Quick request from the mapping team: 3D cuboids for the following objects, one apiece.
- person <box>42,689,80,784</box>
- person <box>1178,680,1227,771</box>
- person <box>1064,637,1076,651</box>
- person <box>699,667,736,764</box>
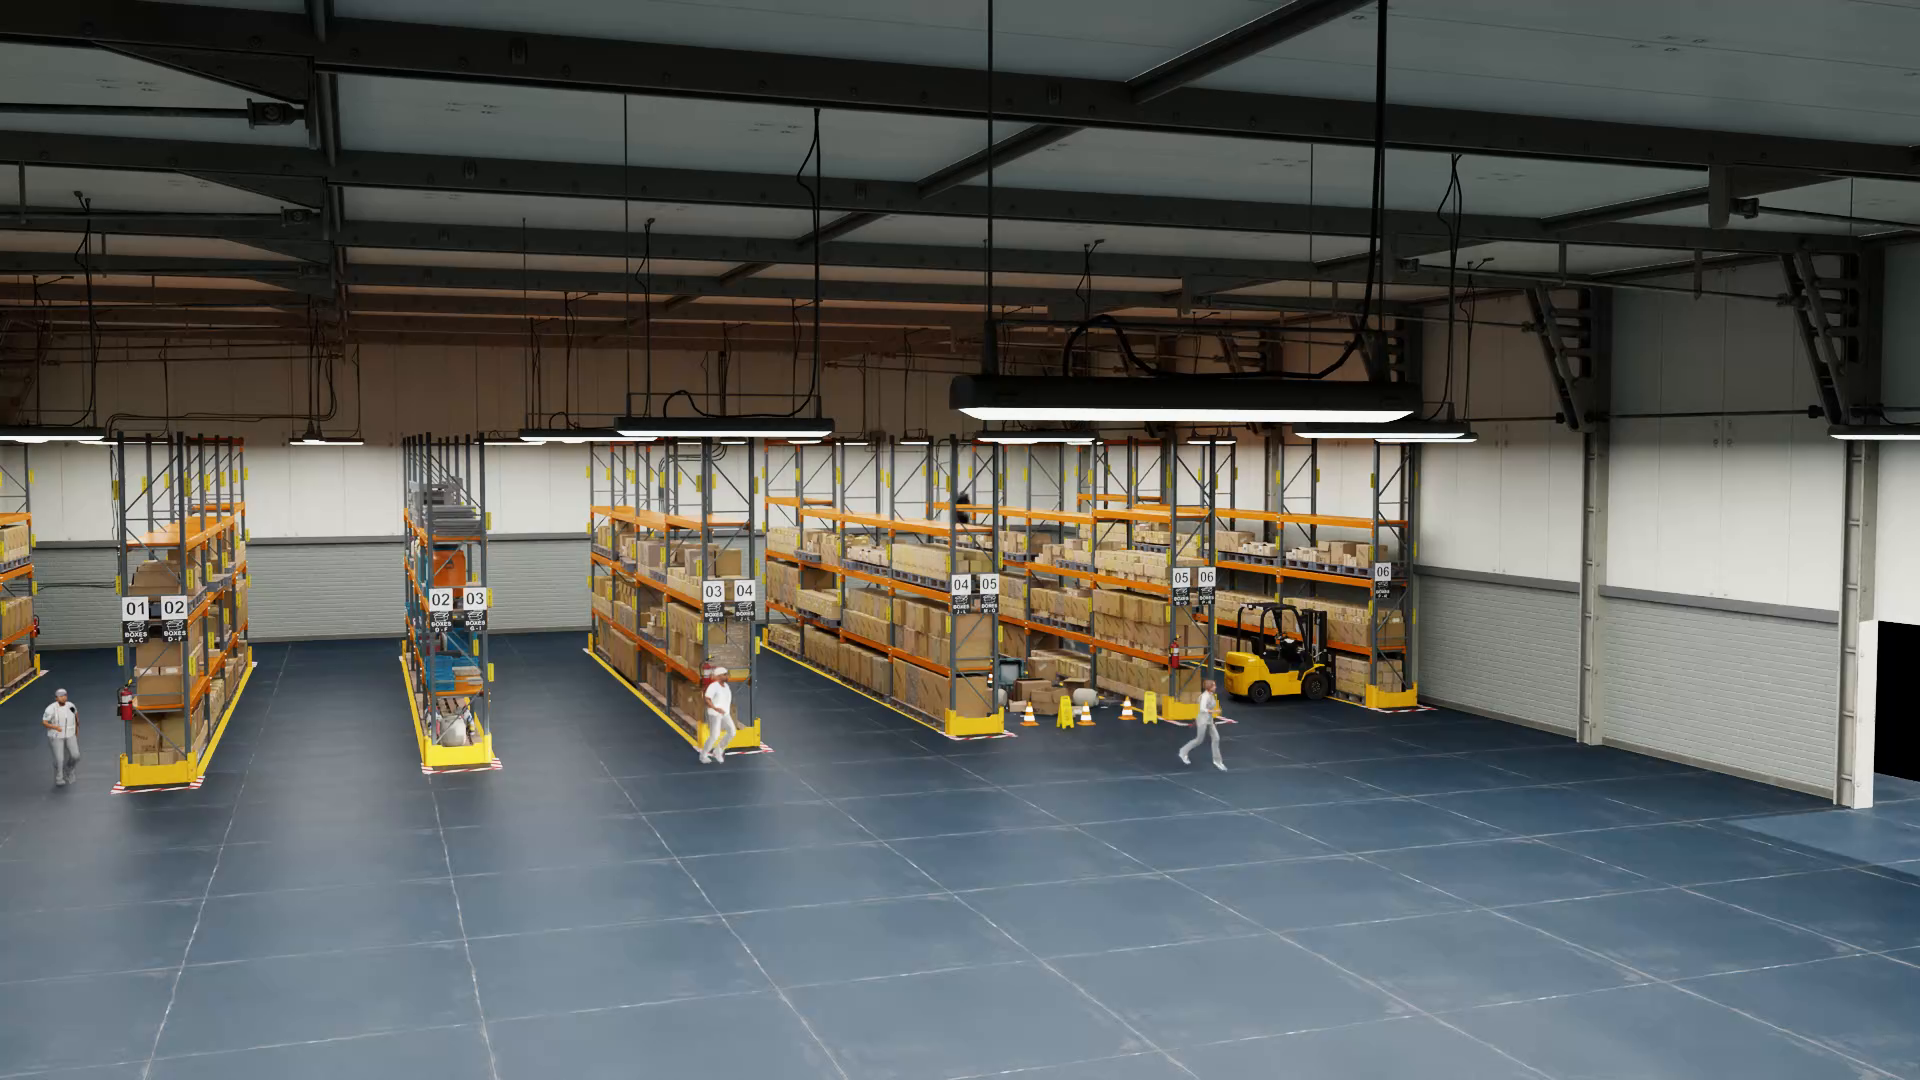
[{"bbox_3d":[-15.186,3.349,28.153,0.606,1.644,0.620,-3,4,-44],"label":"person"},{"bbox_3d":[4.335,3.281,29.661,0.897,1.615,0.562,1,3,25],"label":"person"},{"bbox_3d":[2.801,2.355,45.190,0.717,1.770,0.844,-1,3,-21],"label":"person"},{"bbox_3d":[-4.357,3.185,30.265,0.625,1.734,0.765,2,4,31],"label":"person"}]
